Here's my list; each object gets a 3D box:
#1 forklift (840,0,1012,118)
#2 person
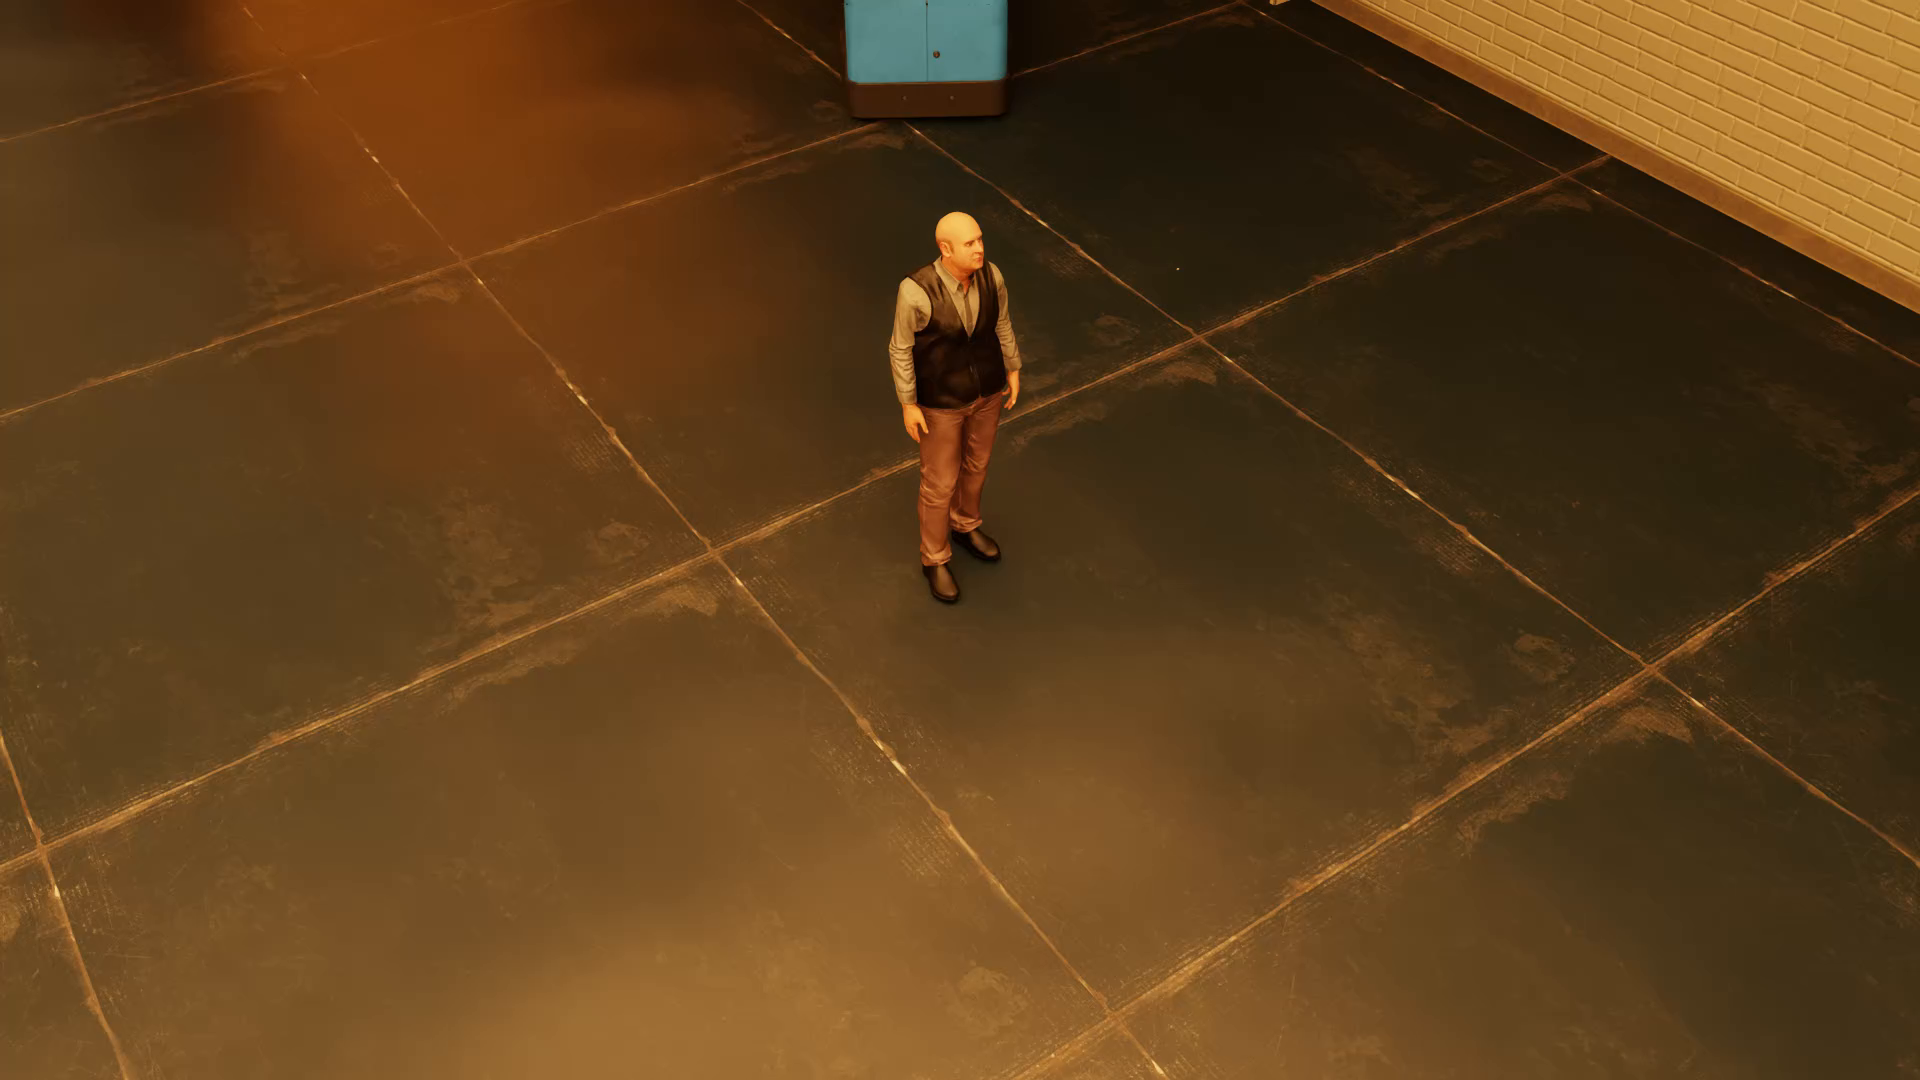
[{"bbox_3d":[-0.266,-4.781,10.904,1.130,2.935,3.031,-2,43,-2],"label":"forklift"},{"bbox_3d":[0.028,-0.601,7.249,0.632,1.720,0.568,-25,48,-25],"label":"person"}]
